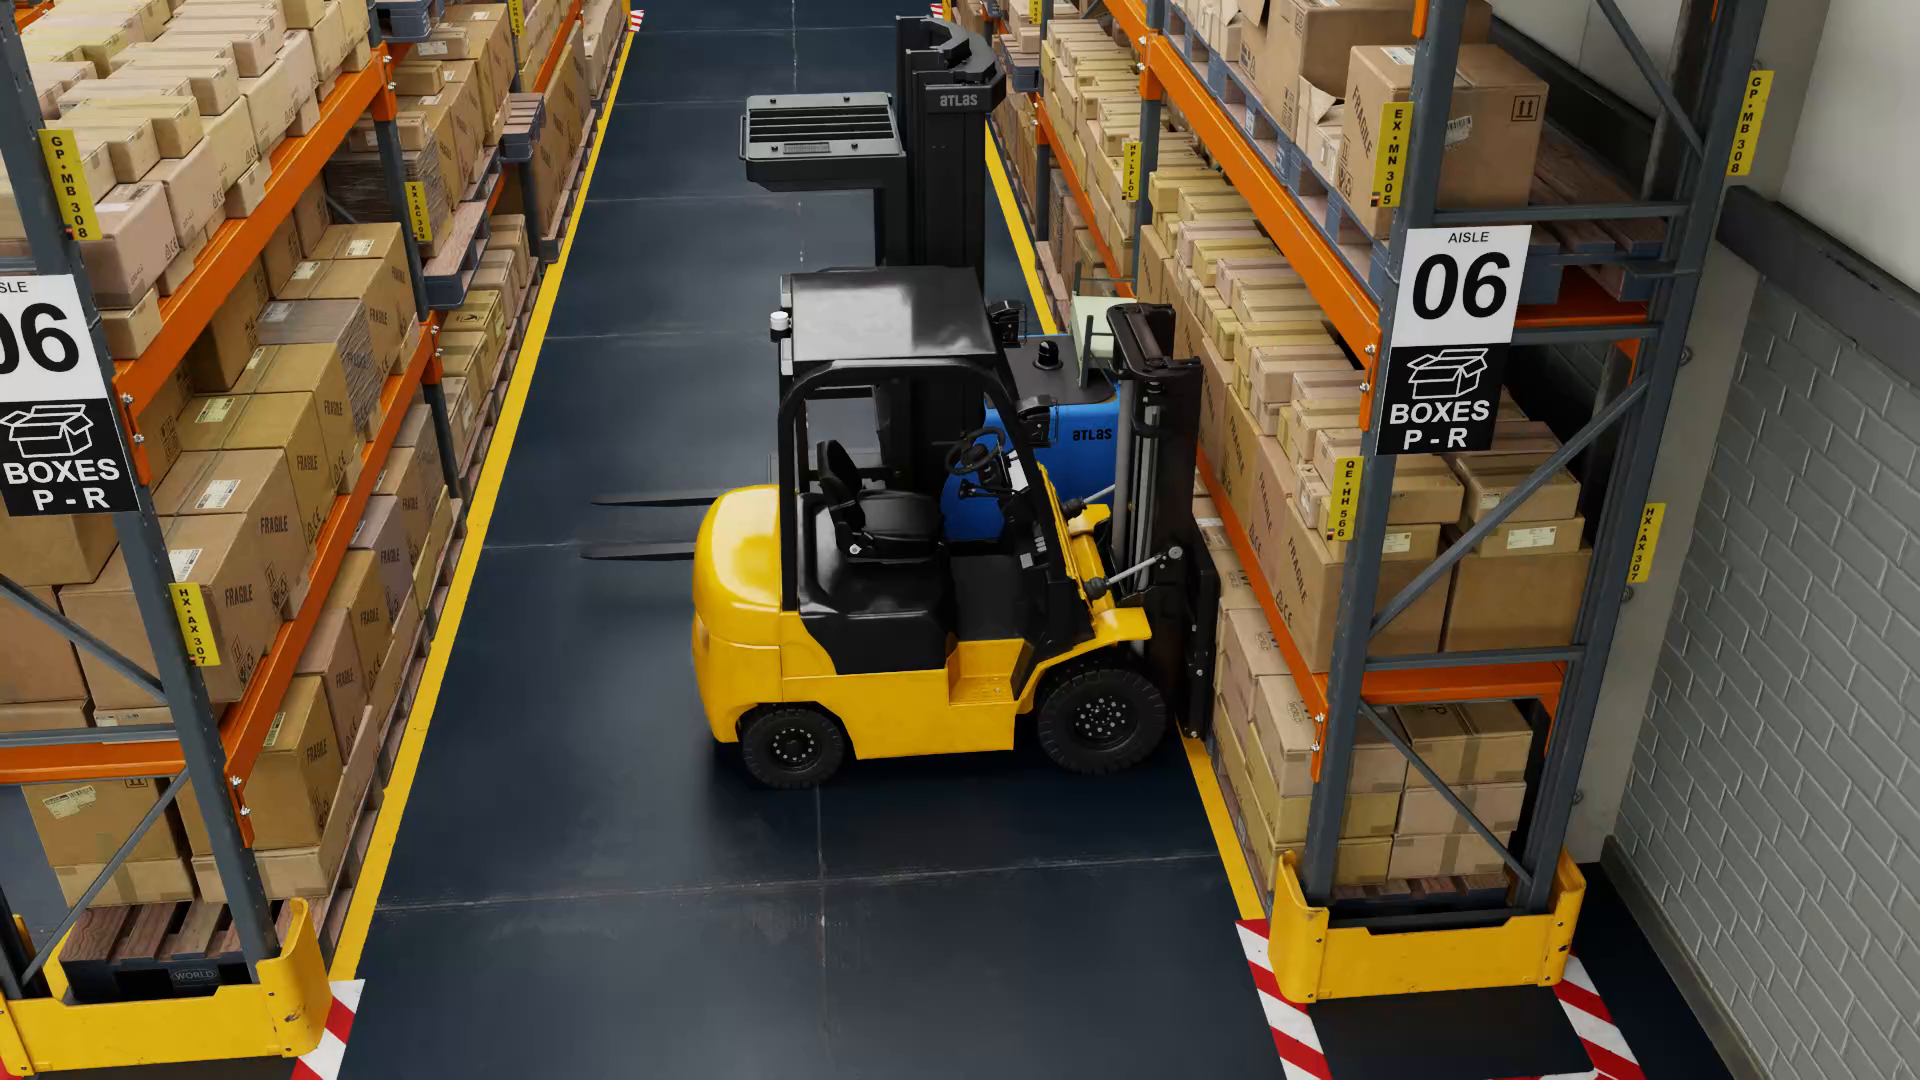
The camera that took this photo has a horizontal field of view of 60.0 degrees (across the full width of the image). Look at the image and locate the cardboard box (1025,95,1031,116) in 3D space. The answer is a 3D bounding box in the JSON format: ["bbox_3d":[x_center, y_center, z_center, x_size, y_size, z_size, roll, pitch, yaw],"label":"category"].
[{"bbox_3d":[0.777,-3.809,14.598,0.380,0.149,0.250,-3,31,-5],"label":"cardboard box"}]

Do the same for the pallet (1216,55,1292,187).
[{"bbox_3d":[1.706,-1.797,6.994,1.003,0.211,1.213,-3,31,-5],"label":"pallet"}]

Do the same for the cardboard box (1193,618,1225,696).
[{"bbox_3d":[1.401,0.472,7.819,0.500,0.250,0.500,-3,31,-6],"label":"cardboard box"}]

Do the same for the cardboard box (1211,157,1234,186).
[{"bbox_3d":[1.670,-2.114,9.634,0.380,0.149,0.250,-3,31,-6],"label":"cardboard box"}]

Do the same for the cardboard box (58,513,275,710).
[{"bbox_3d":[-2.846,0.254,6.013,0.500,0.500,0.500,-3,31,-5],"label":"cardboard box"}]

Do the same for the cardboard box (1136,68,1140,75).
[{"bbox_3d":[1.484,-3.318,12.039,0.500,0.250,0.500,-2,31,-4],"label":"cardboard box"}]

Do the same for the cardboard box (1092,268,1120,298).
[{"bbox_3d":[1.365,-1.426,11.119,0.875,0.625,0.625,-3,31,-5],"label":"cardboard box"}]

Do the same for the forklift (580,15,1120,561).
[{"bbox_3d":[-0.621,-1.225,8.943,3.031,2.935,1.130,-3,31,-5],"label":"forklift"}]

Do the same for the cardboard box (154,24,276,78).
[{"bbox_3d":[-2.965,-1.947,6.627,0.380,0.149,0.250,-2,31,-4],"label":"cardboard box"}]

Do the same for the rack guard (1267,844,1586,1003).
[{"bbox_3d":[1.866,1.525,6.710,1.175,0.500,0.348,-3,31,-5],"label":"rack guard"}]

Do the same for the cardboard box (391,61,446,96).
[{"bbox_3d":[-3.348,-2.799,10.082,0.380,0.149,0.250,-1,31,-2],"label":"cardboard box"}]

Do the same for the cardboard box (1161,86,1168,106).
[{"bbox_3d":[1.510,-3.027,11.163,0.380,0.149,0.250,-2,31,-3],"label":"cardboard box"}]

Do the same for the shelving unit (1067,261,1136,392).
[{"bbox_3d":[0.826,-0.739,9.497,0.431,1.500,0.755,2,32,-3],"label":"shelving unit"}]

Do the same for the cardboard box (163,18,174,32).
[{"bbox_3d":[-3.626,-2.213,7.462,0.500,0.250,0.500,-3,31,-5],"label":"cardboard box"}]

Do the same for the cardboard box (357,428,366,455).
[{"bbox_3d":[-3.026,-0.455,7.832,0.380,0.149,0.250,-3,31,-5],"label":"cardboard box"}]

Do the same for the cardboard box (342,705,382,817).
[{"bbox_3d":[-2.918,0.993,7.434,0.500,0.250,0.500,-2,31,-3],"label":"cardboard box"}]

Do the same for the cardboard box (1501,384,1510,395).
[{"bbox_3d":[2.007,-0.588,6.789,0.380,0.149,0.250,-3,31,-4],"label":"cardboard box"}]

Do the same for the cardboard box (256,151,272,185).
[{"bbox_3d":[-2.976,-1.478,6.619,0.380,0.149,0.250,-4,31,-6],"label":"cardboard box"}]

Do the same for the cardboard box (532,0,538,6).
[{"bbox_3d":[-3.717,-4.658,13.552,0.500,0.500,0.500,-2,31,-3],"label":"cardboard box"}]

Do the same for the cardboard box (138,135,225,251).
[{"bbox_3d":[-2.897,-1.199,5.763,0.500,0.250,0.500,-3,31,-5],"label":"cardboard box"}]

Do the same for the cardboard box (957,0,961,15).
[{"bbox_3d":[0.331,-6.521,19.767,0.797,0.503,0.637,-4,31,-7],"label":"cardboard box"}]

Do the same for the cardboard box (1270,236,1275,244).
[{"bbox_3d":[1.833,-1.646,8.851,0.380,0.149,0.250,-4,31,-6],"label":"cardboard box"}]

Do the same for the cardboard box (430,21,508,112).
[{"bbox_3d":[-3.447,-3.274,11.509,0.500,0.500,0.500,-3,31,-5],"label":"cardboard box"}]

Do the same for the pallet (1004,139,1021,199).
[{"bbox_3d":[0.973,-3.452,15.324,1.003,0.211,1.213,-3,31,-5],"label":"pallet"}]

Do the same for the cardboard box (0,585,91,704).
[{"bbox_3d":[-3.403,0.245,6.028,0.500,0.500,0.500,-3,31,-5],"label":"cardboard box"}]

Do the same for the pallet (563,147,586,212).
[{"bbox_3d":[-3.935,-3.235,14.961,1.003,0.211,1.213,-3,31,-5],"label":"pallet"}]

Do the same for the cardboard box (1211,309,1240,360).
[{"bbox_3d":[1.382,-0.958,7.700,0.380,0.149,0.250,-3,31,-6],"label":"cardboard box"}]

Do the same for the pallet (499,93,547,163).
[{"bbox_3d":[-3.653,-2.964,11.975,1.213,0.211,1.003,-3,31,-5],"label":"pallet"}]

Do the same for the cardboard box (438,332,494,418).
[{"bbox_3d":[-3.574,-1.050,10.736,0.950,0.372,0.625,-1,31,-1],"label":"cardboard box"}]

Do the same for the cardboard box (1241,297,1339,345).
[{"bbox_3d":[1.471,-0.965,7.421,0.380,0.149,0.250,-2,31,-4],"label":"cardboard box"}]

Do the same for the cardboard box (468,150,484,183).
[{"bbox_3d":[-3.283,-2.399,10.678,0.380,0.149,0.250,-2,31,-3],"label":"cardboard box"}]

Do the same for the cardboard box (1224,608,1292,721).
[{"bbox_3d":[1.456,0.530,7.235,0.500,0.250,0.500,-2,31,-4],"label":"cardboard box"}]

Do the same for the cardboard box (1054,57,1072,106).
[{"bbox_3d":[0.960,-3.301,12.011,0.500,0.250,0.500,-2,31,-3],"label":"cardboard box"}]

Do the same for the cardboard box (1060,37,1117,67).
[{"bbox_3d":[0.928,-3.523,11.994,0.380,0.149,0.250,-2,31,-3],"label":"cardboard box"}]

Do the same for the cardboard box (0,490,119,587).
[{"bbox_3d":[-3.343,-0.171,5.749,0.700,0.500,0.500,-3,31,-6],"label":"cardboard box"}]

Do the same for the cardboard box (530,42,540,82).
[{"bbox_3d":[-3.687,-3.864,13.440,0.500,0.250,0.500,-4,31,-6],"label":"cardboard box"}]

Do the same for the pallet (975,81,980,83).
[{"bbox_3d":[0.679,-4.840,17.649,1.003,0.211,1.213,-3,31,-5],"label":"pallet"}]

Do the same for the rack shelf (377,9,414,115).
[{"bbox_3d":[-3.639,-3.363,10.232,1.077,0.370,4.000,-3,31,-5],"label":"rack shelf"}]

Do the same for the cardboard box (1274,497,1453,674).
[{"bbox_3d":[1.556,0.158,6.463,0.500,0.500,0.500,-3,31,-6],"label":"cardboard box"}]

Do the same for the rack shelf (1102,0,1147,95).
[{"bbox_3d":[1.303,-3.603,10.633,1.077,0.370,4.000,-3,31,-5],"label":"rack shelf"}]

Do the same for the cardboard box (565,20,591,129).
[{"bbox_3d":[-4.062,-4.403,15.859,0.875,0.875,0.875,-2,31,-3],"label":"cardboard box"}]

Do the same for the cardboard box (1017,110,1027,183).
[{"bbox_3d":[0.774,-3.481,14.681,0.500,0.500,0.500,-1,31,-2],"label":"cardboard box"}]

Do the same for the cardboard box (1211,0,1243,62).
[{"bbox_3d":[1.326,-2.284,7.347,0.396,0.266,0.258,-3,31,-6],"label":"cardboard box"}]

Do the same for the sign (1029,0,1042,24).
[{"bbox_3d":[0.576,-4.077,12.599,0.100,0.325,0.005,-3,31,-5],"label":"sign"}]

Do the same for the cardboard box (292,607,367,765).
[{"bbox_3d":[-2.934,0.654,7.272,0.500,0.500,0.500,-4,31,-6],"label":"cardboard box"}]

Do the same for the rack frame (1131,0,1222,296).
[{"bbox_3d":[1.490,-1.603,9.508,1.000,3.000,0.127,-3,31,-5],"label":"rack frame"}]

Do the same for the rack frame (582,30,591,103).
[{"bbox_3d":[-4.199,-5.447,15.945,1.000,3.000,0.127,-3,31,-5],"label":"rack frame"}]

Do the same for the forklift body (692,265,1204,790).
[{"bbox_3d":[-0.130,-0.077,7.781,2.313,2.155,1.214,-3,31,-5],"label":"forklift body"}]

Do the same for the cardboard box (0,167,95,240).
[{"bbox_3d":[-2.908,-1.034,5.099,0.380,0.149,0.250,-3,31,-5],"label":"cardboard box"}]

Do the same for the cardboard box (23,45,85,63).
[{"bbox_3d":[-3.581,-1.783,6.352,0.380,0.149,0.250,-2,31,-3],"label":"cardboard box"}]

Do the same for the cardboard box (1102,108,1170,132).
[{"bbox_3d":[1.105,-2.611,10.466,0.380,0.149,0.250,-3,31,-6],"label":"cardboard box"}]

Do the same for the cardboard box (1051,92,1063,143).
[{"bbox_3d":[0.956,-3.085,12.137,0.500,0.250,0.500,-3,31,-6],"label":"cardboard box"}]

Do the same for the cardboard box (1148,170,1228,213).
[{"bbox_3d":[1.224,-1.875,8.944,0.380,0.149,0.250,-2,31,-4],"label":"cardboard box"}]
